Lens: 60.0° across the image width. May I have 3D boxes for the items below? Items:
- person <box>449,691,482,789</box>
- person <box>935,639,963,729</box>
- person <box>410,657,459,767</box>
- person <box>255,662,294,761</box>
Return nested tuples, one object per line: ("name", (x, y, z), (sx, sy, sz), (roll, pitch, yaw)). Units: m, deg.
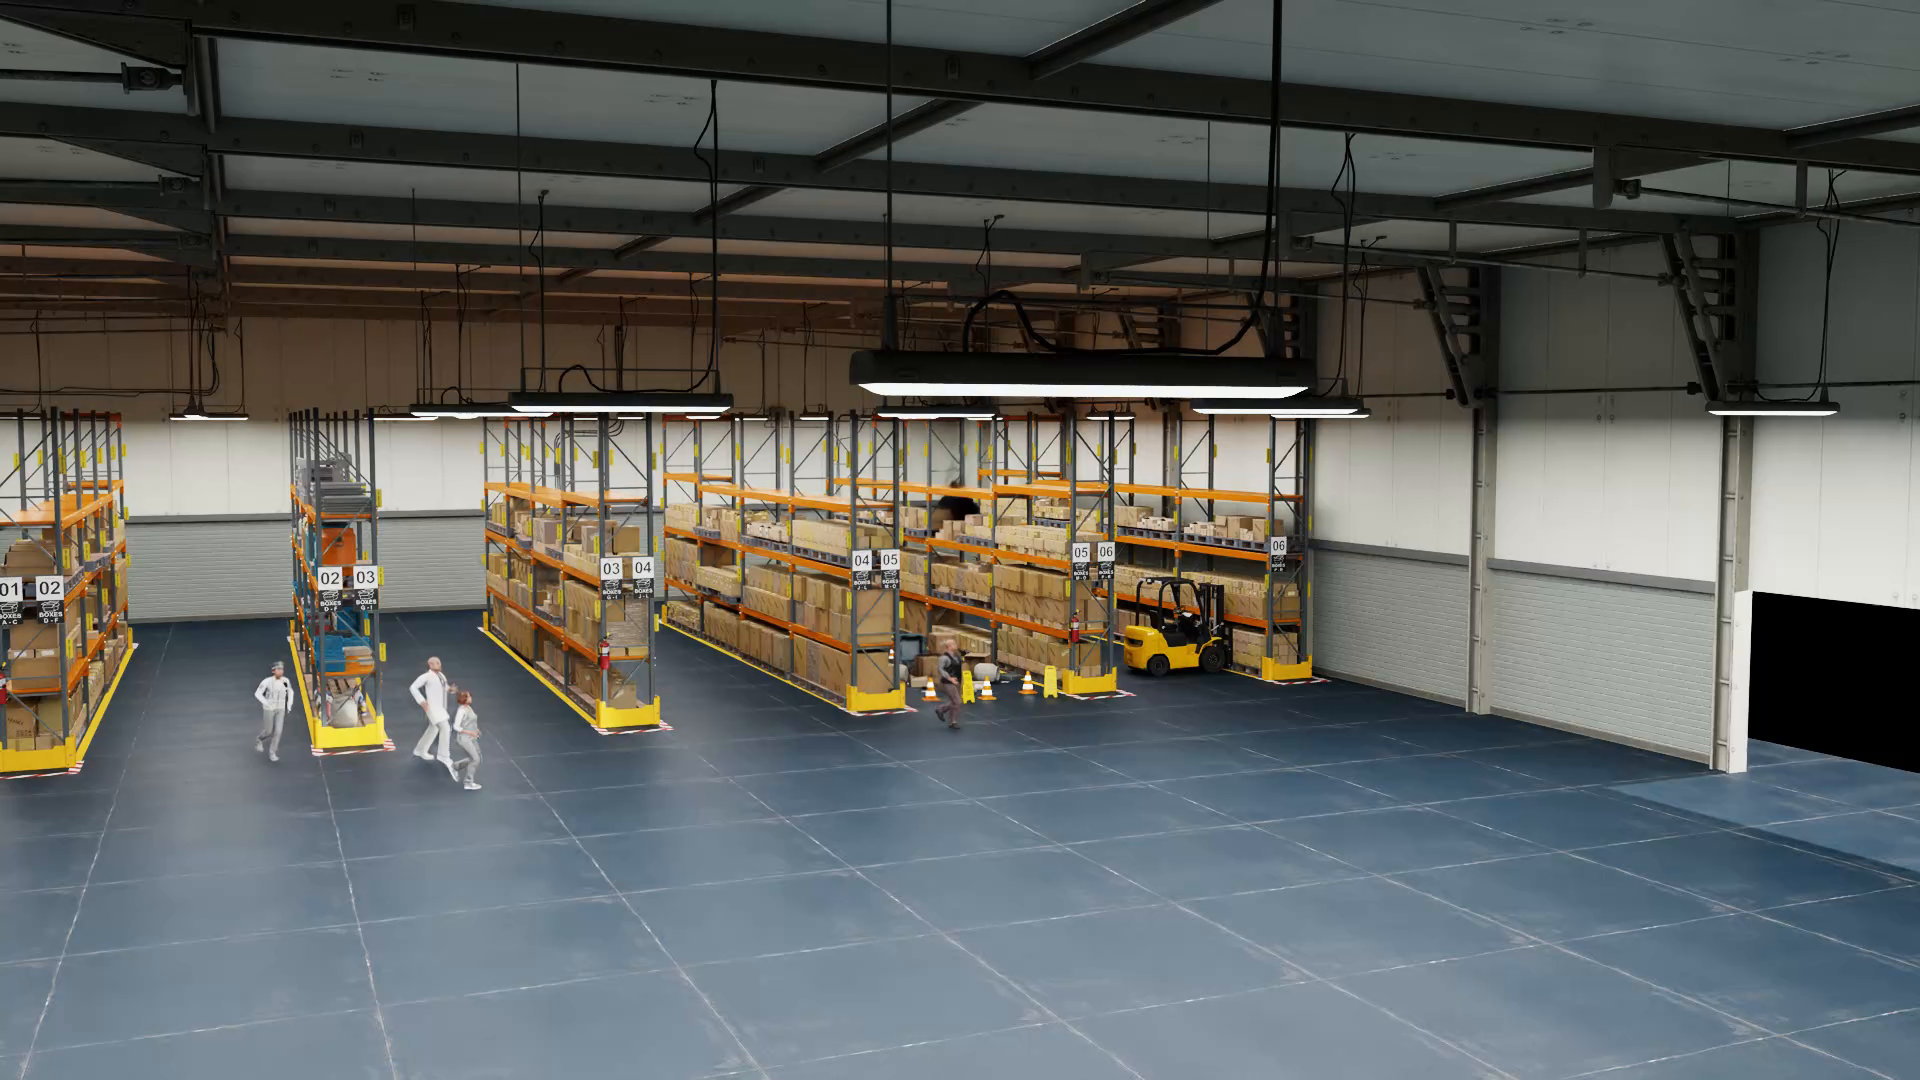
("person", (-7.746, 3.133, 25.986), (0.566, 1.535, 0.534), (0, 4, 1))
("person", (-0.228, 2.695, 31.224), (0.636, 1.680, 0.681), (2, 4, 27))
("person", (-8.810, 3.003, 27.888), (0.861, 1.600, 0.675), (0, 4, 7))
("person", (-11.772, 2.910, 28.595), (0.664, 1.671, 0.693), (-4, 5, -43))
